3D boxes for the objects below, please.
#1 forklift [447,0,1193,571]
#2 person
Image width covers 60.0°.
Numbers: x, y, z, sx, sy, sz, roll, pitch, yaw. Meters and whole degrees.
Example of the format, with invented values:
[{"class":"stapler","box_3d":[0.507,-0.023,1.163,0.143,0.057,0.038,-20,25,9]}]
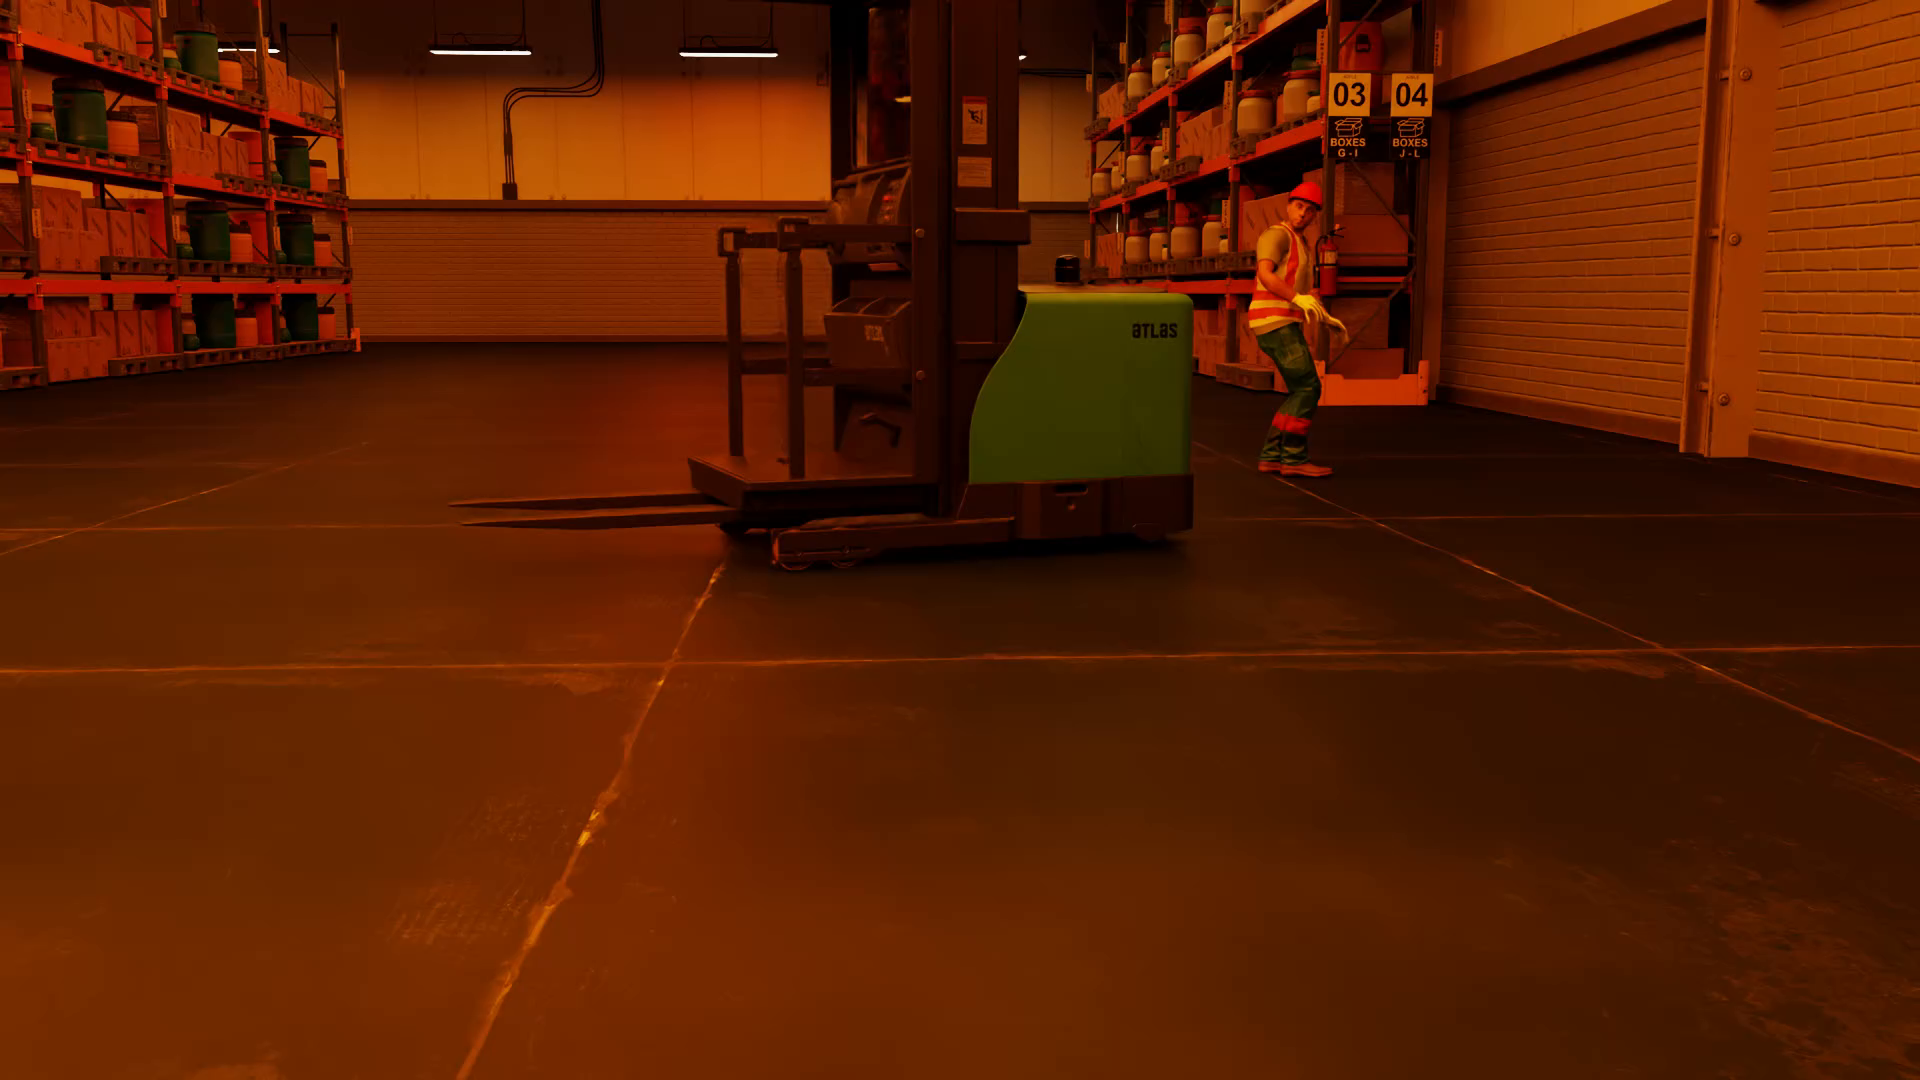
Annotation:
[{"class":"forklift","box_3d":[-0.568,-1.415,6.862,3.031,2.935,1.130,-3,9,-21]},{"class":"person","box_3d":[1.990,-1.237,9.837,0.520,1.728,0.763,3,9,22]}]
